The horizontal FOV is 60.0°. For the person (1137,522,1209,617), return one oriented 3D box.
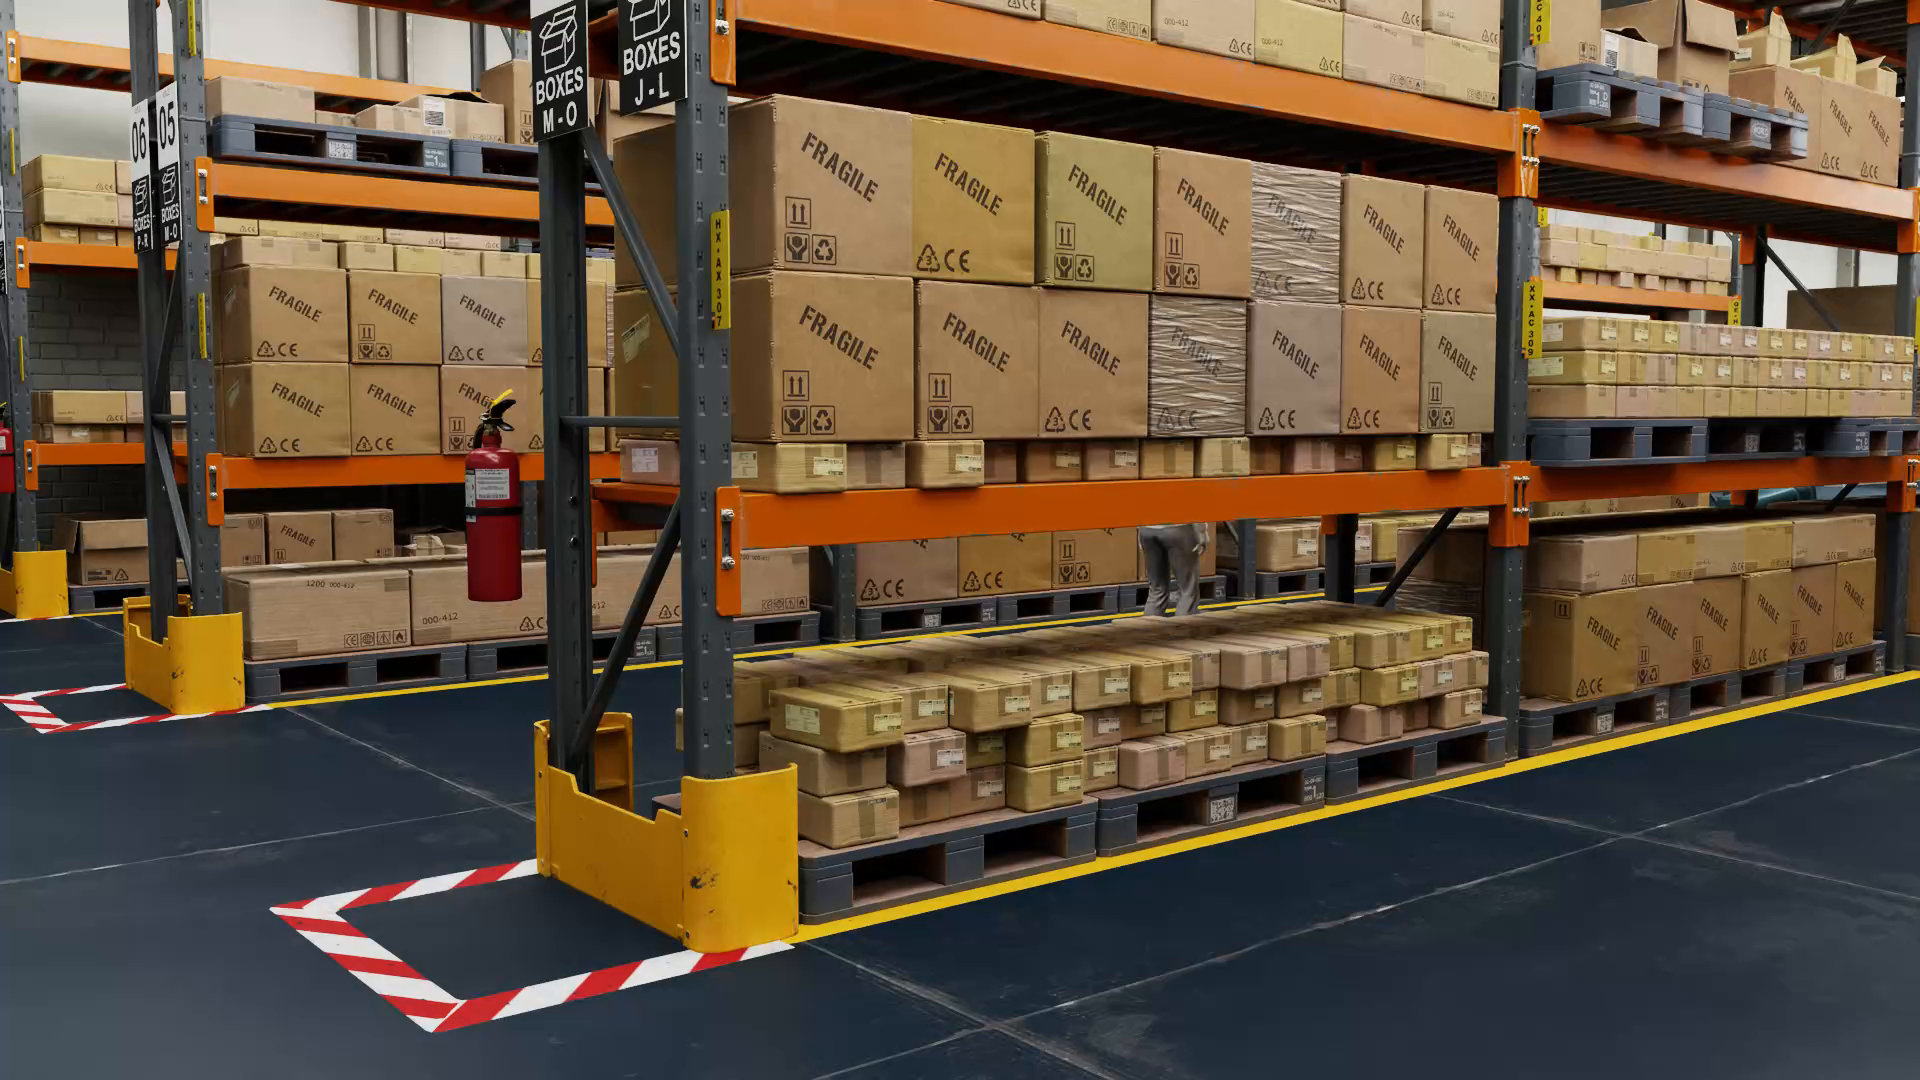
[{"bbox_3d":[1.255,-0.053,9.919,0.376,1.662,0.543,-4,6,-42],"label":"person"}]
